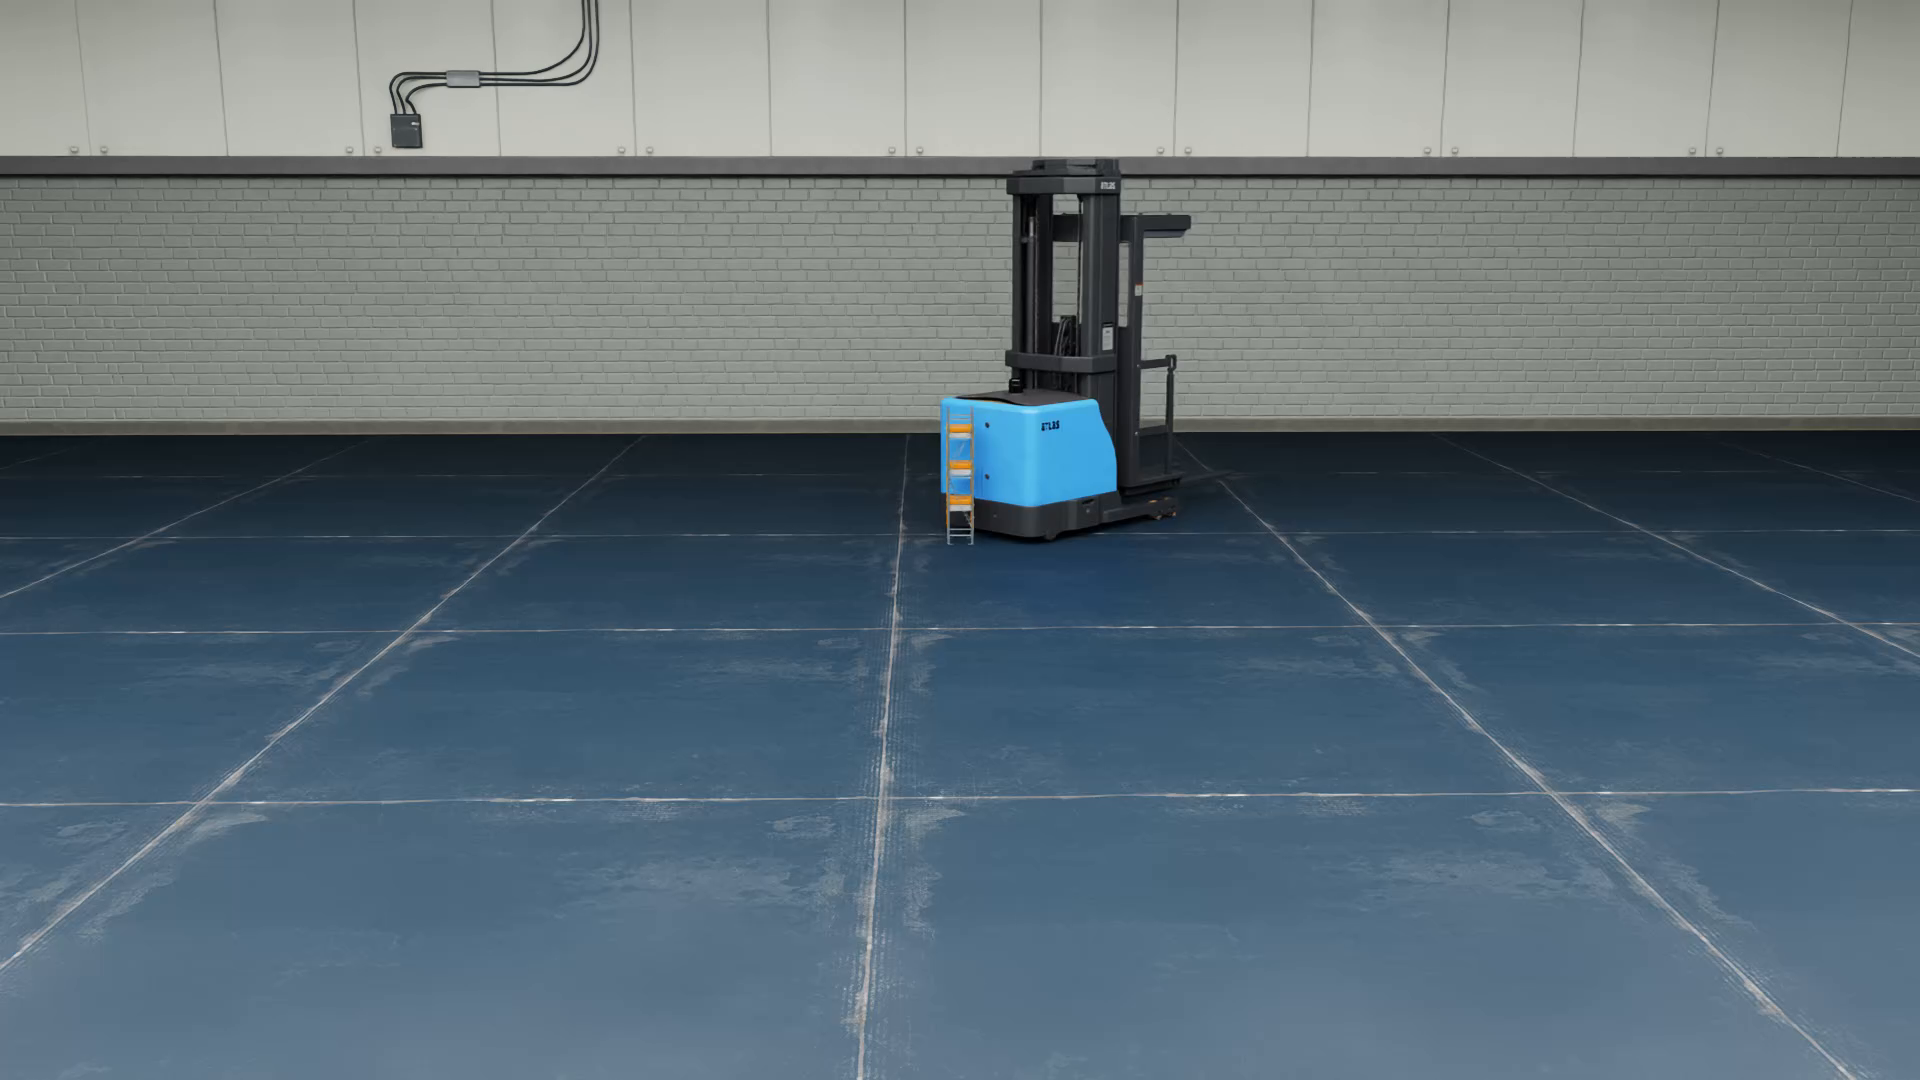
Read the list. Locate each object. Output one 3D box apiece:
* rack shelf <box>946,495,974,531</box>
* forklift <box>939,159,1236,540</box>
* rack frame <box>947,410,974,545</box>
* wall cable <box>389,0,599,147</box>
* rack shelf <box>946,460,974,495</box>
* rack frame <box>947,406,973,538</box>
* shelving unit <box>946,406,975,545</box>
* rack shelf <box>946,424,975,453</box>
[{"bbox_3d":[0.001,-0.221,12.960,0.215,0.259,0.240,0,11,-1],"label":"rack shelf"},{"bbox_3d":[1.209,-1.666,13.901,1.130,2.935,3.031,11,16,42],"label":"forklift"},{"bbox_3d":[0.004,-0.480,12.783,0.200,1.050,0.008,0,11,-1],"label":"rack frame"},{"bbox_3d":[-5.099,-7.282,17.765,2.305,6.003,0.169,0,11,-1],"label":"wall cable"},{"bbox_3d":[0.001,-0.494,12.904,0.215,0.259,0.240,0,11,-1],"label":"rack shelf"},{"bbox_3d":[-0.001,-0.528,13.022,0.200,1.050,0.008,0,11,-1],"label":"rack frame"},{"bbox_3d":[0.001,-0.504,12.902,0.215,1.050,0.252,0,11,-1],"label":"shelving unit"},{"bbox_3d":[0.001,-0.772,12.848,0.215,0.259,0.240,0,11,-1],"label":"rack shelf"}]
